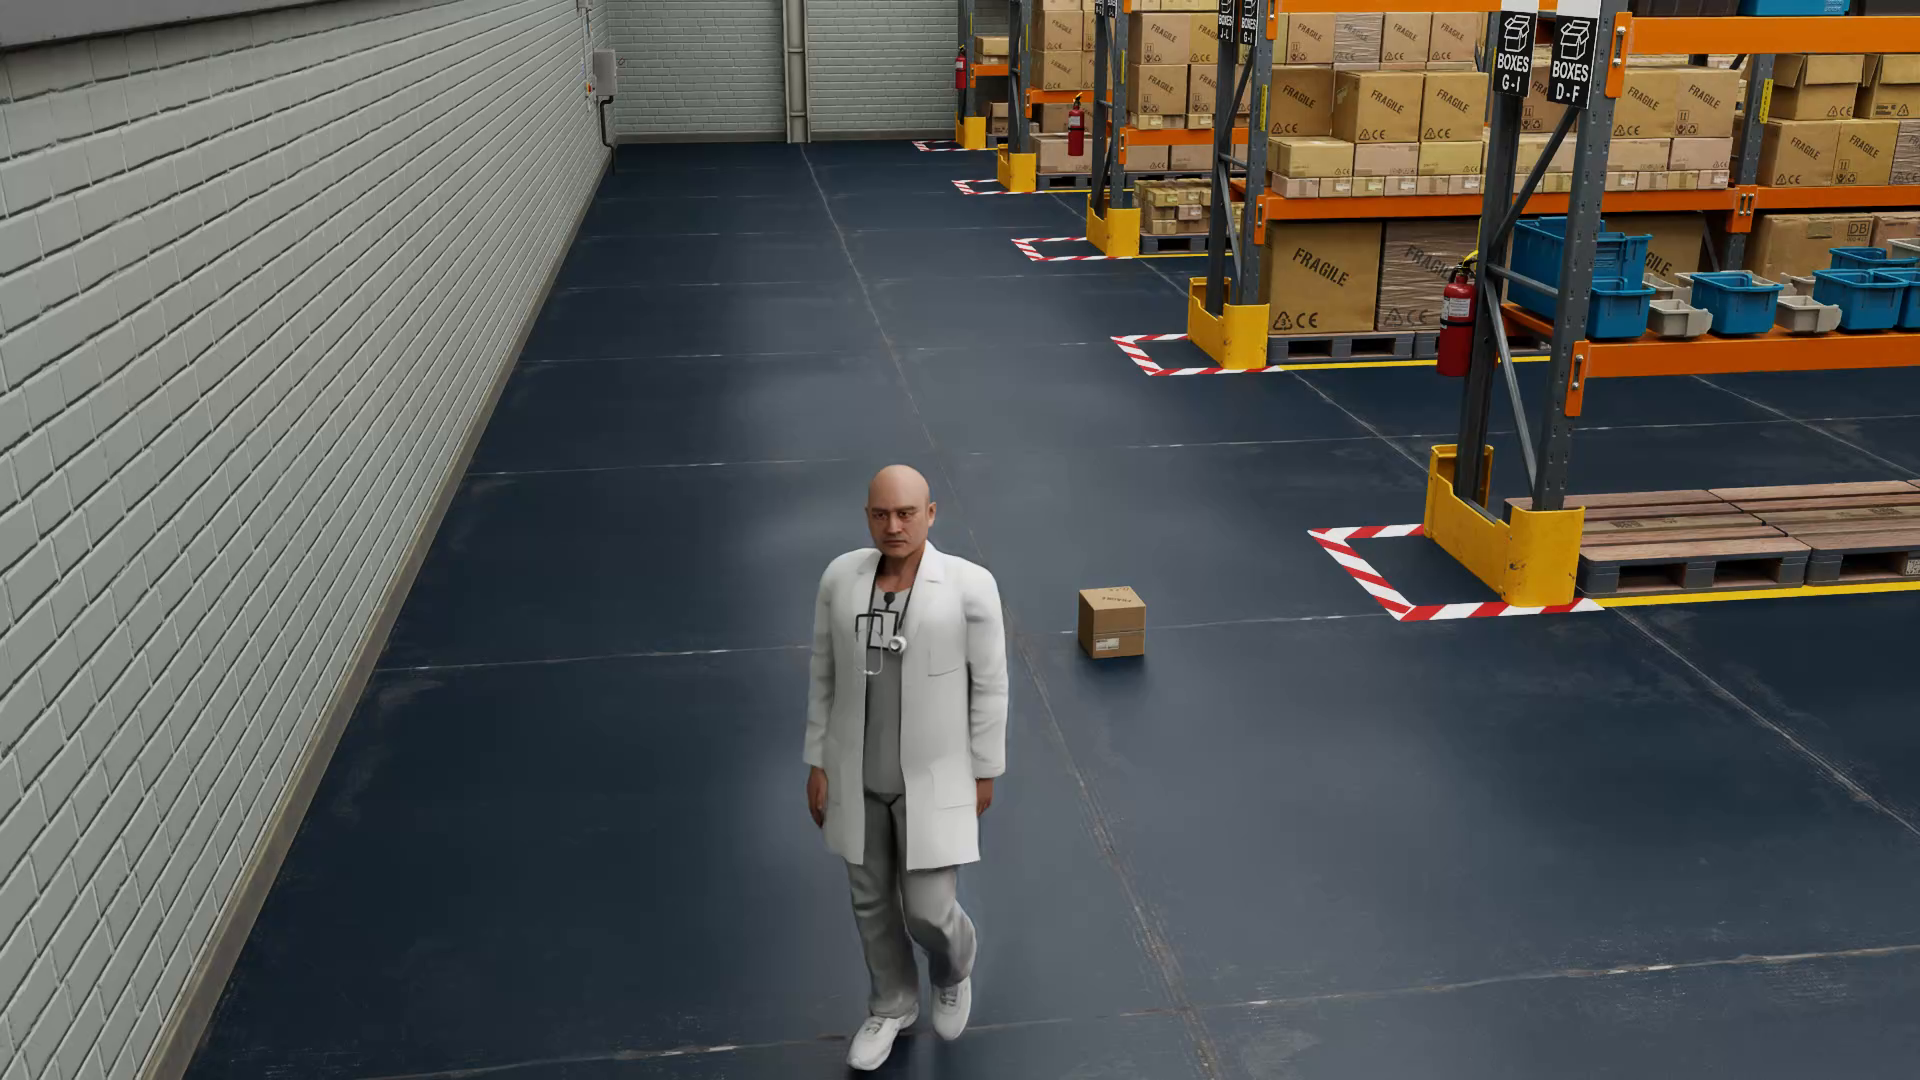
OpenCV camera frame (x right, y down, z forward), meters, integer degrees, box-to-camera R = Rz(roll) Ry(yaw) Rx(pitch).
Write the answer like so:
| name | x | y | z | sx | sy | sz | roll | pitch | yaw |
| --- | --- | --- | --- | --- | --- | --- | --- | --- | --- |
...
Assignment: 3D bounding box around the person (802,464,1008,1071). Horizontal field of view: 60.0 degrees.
| name | x | y | z | sx | sy | sz | roll | pitch | yaw |
| --- | --- | --- | --- | --- | --- | --- | --- | --- | --- |
| person | -0.165 | 0.659 | 4.695 | 0.577 | 1.785 | 0.529 | 7 | 21 | 18 |
